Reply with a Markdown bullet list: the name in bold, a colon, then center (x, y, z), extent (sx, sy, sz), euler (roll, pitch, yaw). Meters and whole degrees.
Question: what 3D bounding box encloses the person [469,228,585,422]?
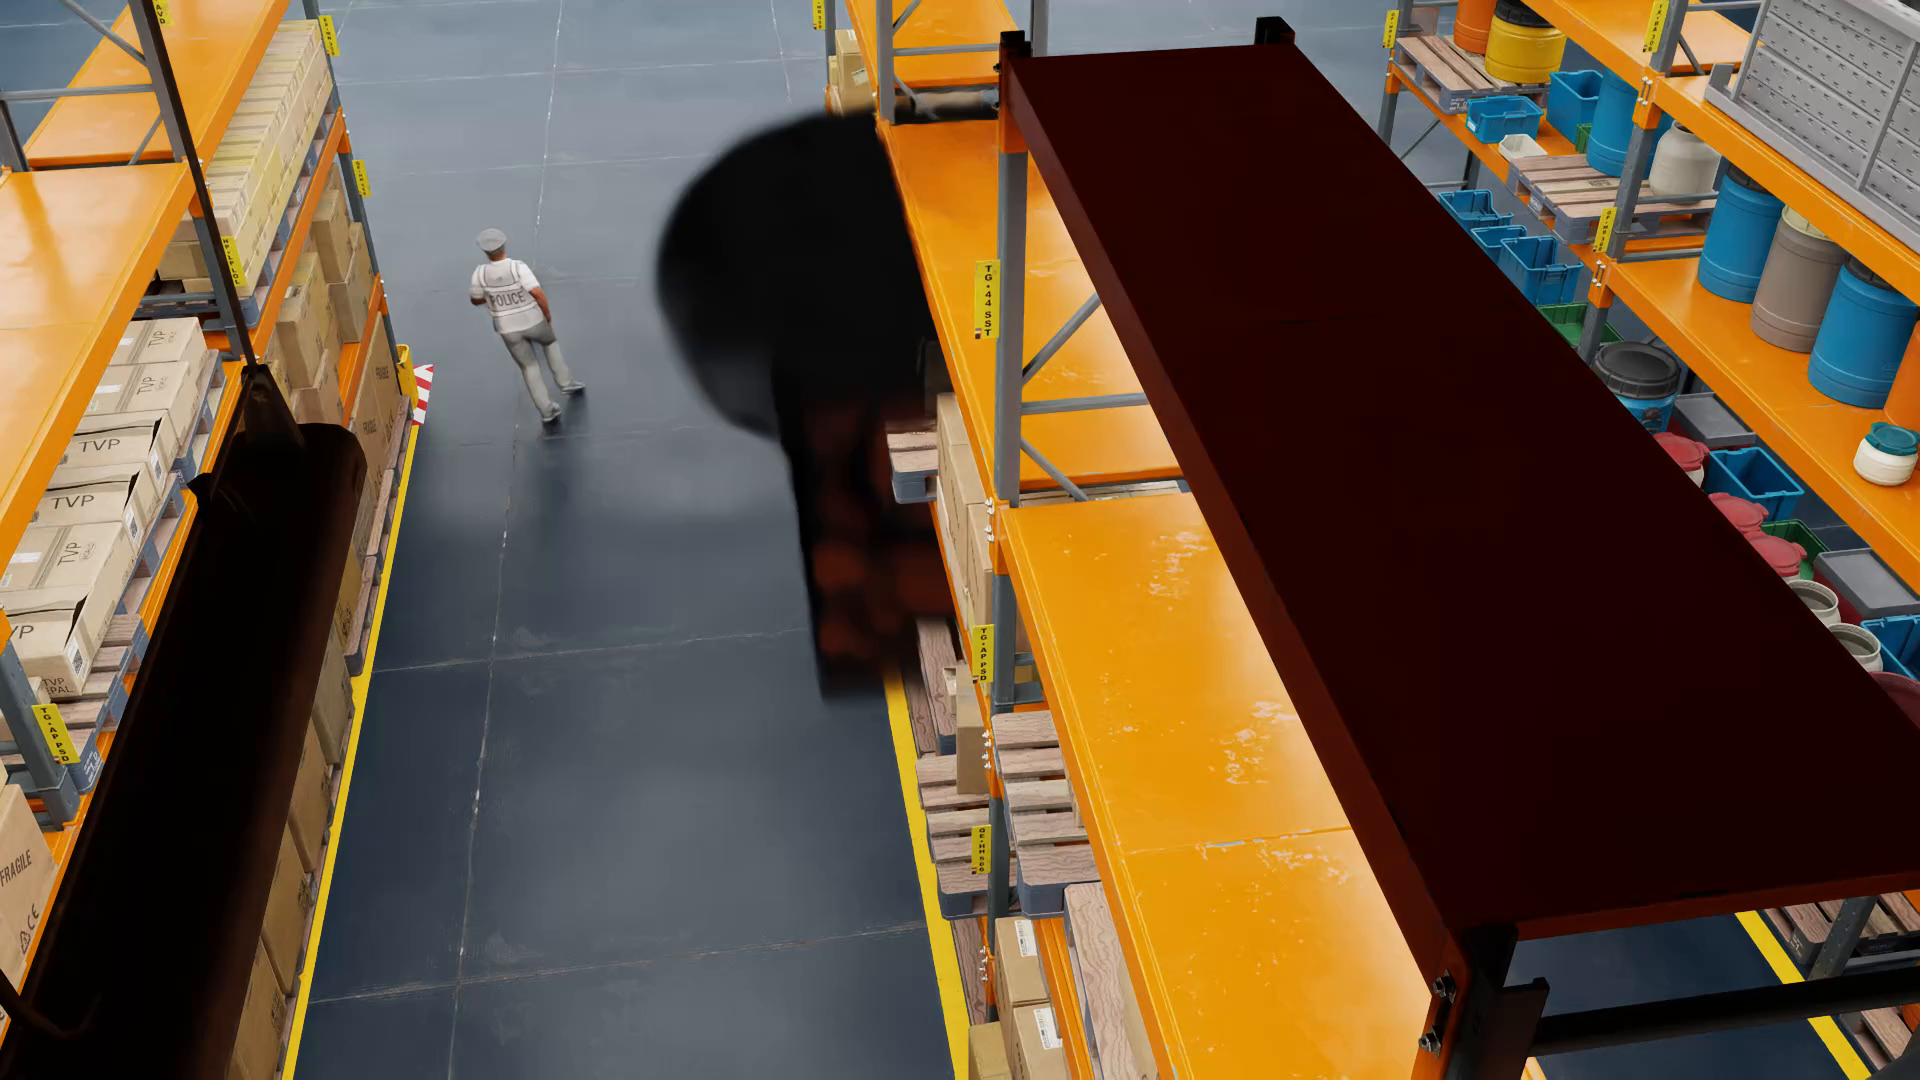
- **person**: center (-3.806, -1.858, 14.546), extent (0.846, 1.727, 0.747), euler (-8, 37, -10)
